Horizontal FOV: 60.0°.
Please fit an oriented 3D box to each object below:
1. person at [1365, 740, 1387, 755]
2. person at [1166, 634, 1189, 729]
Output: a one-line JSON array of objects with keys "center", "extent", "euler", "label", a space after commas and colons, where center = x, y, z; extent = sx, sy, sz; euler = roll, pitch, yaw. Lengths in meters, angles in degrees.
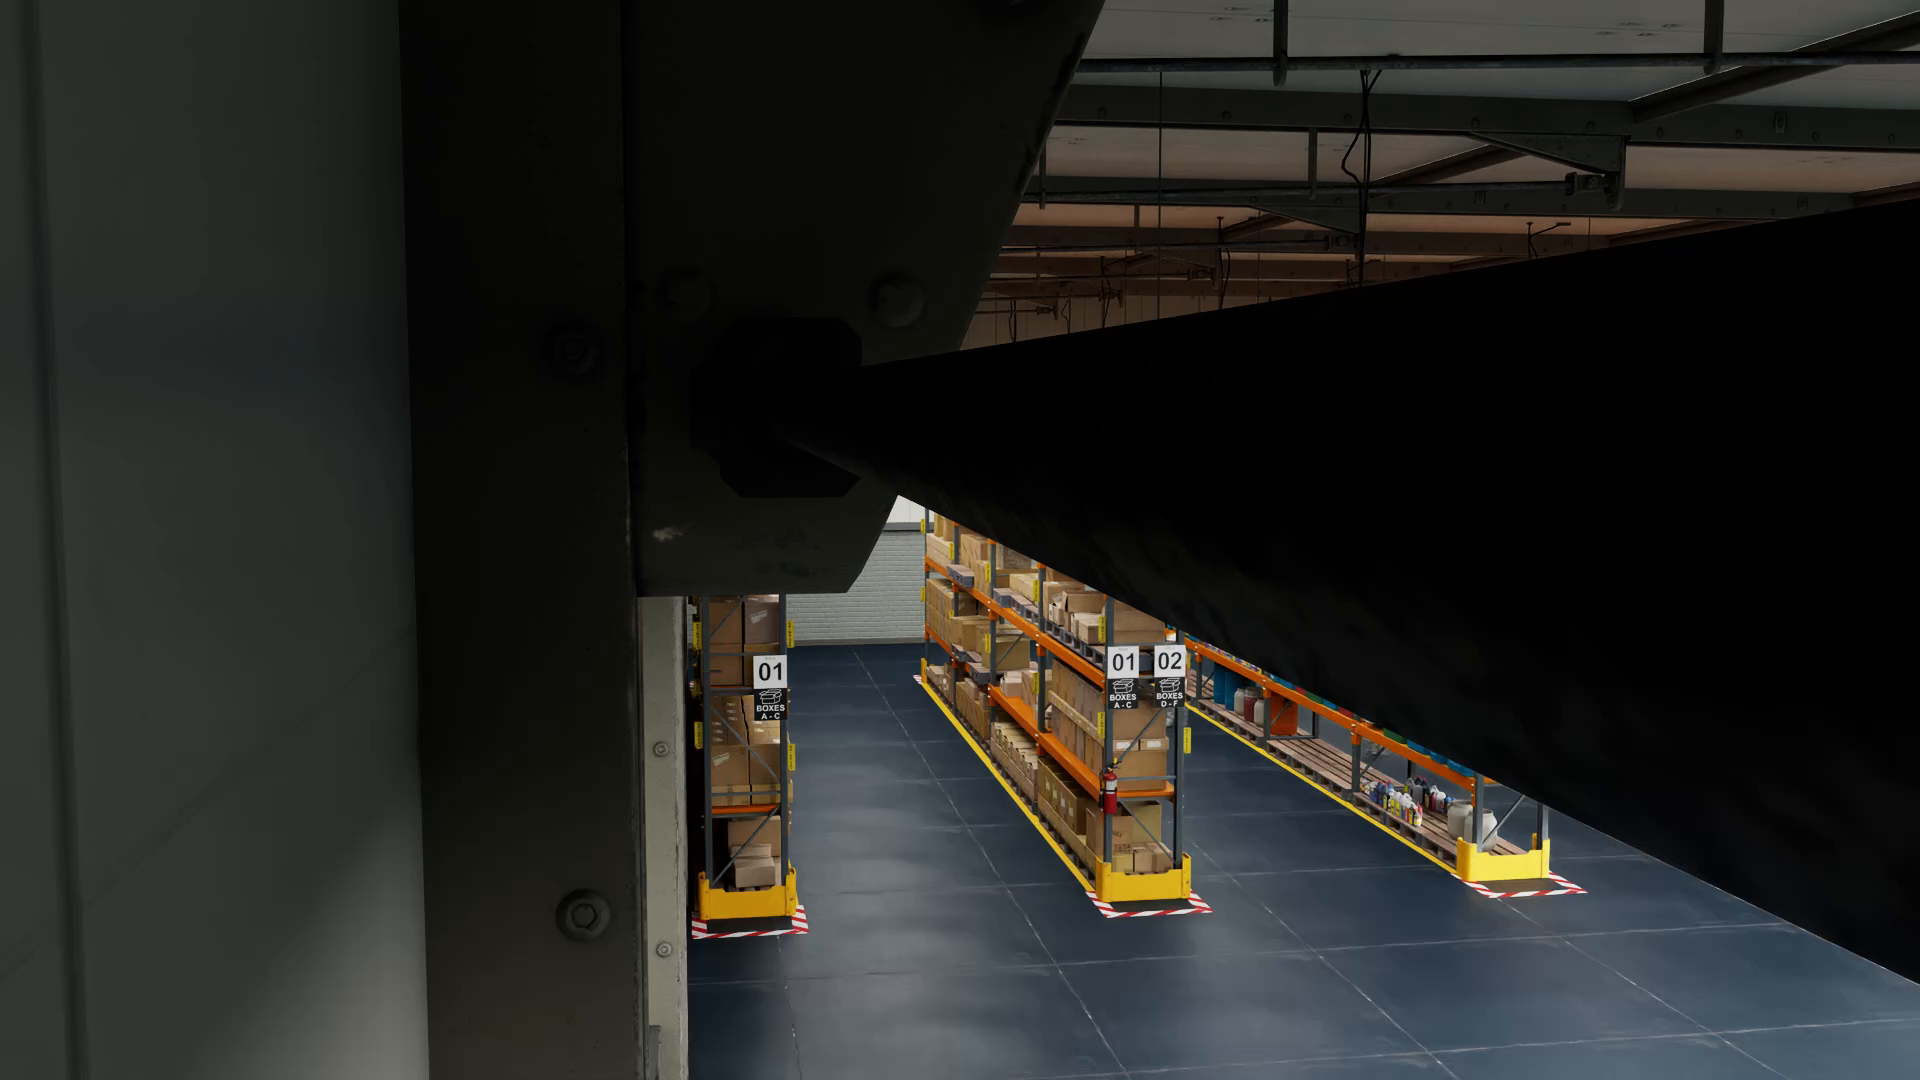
[{"center": [7.369, 2.920, 29.136], "extent": [0.500, 1.692, 0.381], "euler": [1, 5, 13], "label": "person"}, {"center": [4.076, 2.666, 31.508], "extent": [0.414, 1.783, 0.627], "euler": [-2, 6, -26], "label": "person"}]
